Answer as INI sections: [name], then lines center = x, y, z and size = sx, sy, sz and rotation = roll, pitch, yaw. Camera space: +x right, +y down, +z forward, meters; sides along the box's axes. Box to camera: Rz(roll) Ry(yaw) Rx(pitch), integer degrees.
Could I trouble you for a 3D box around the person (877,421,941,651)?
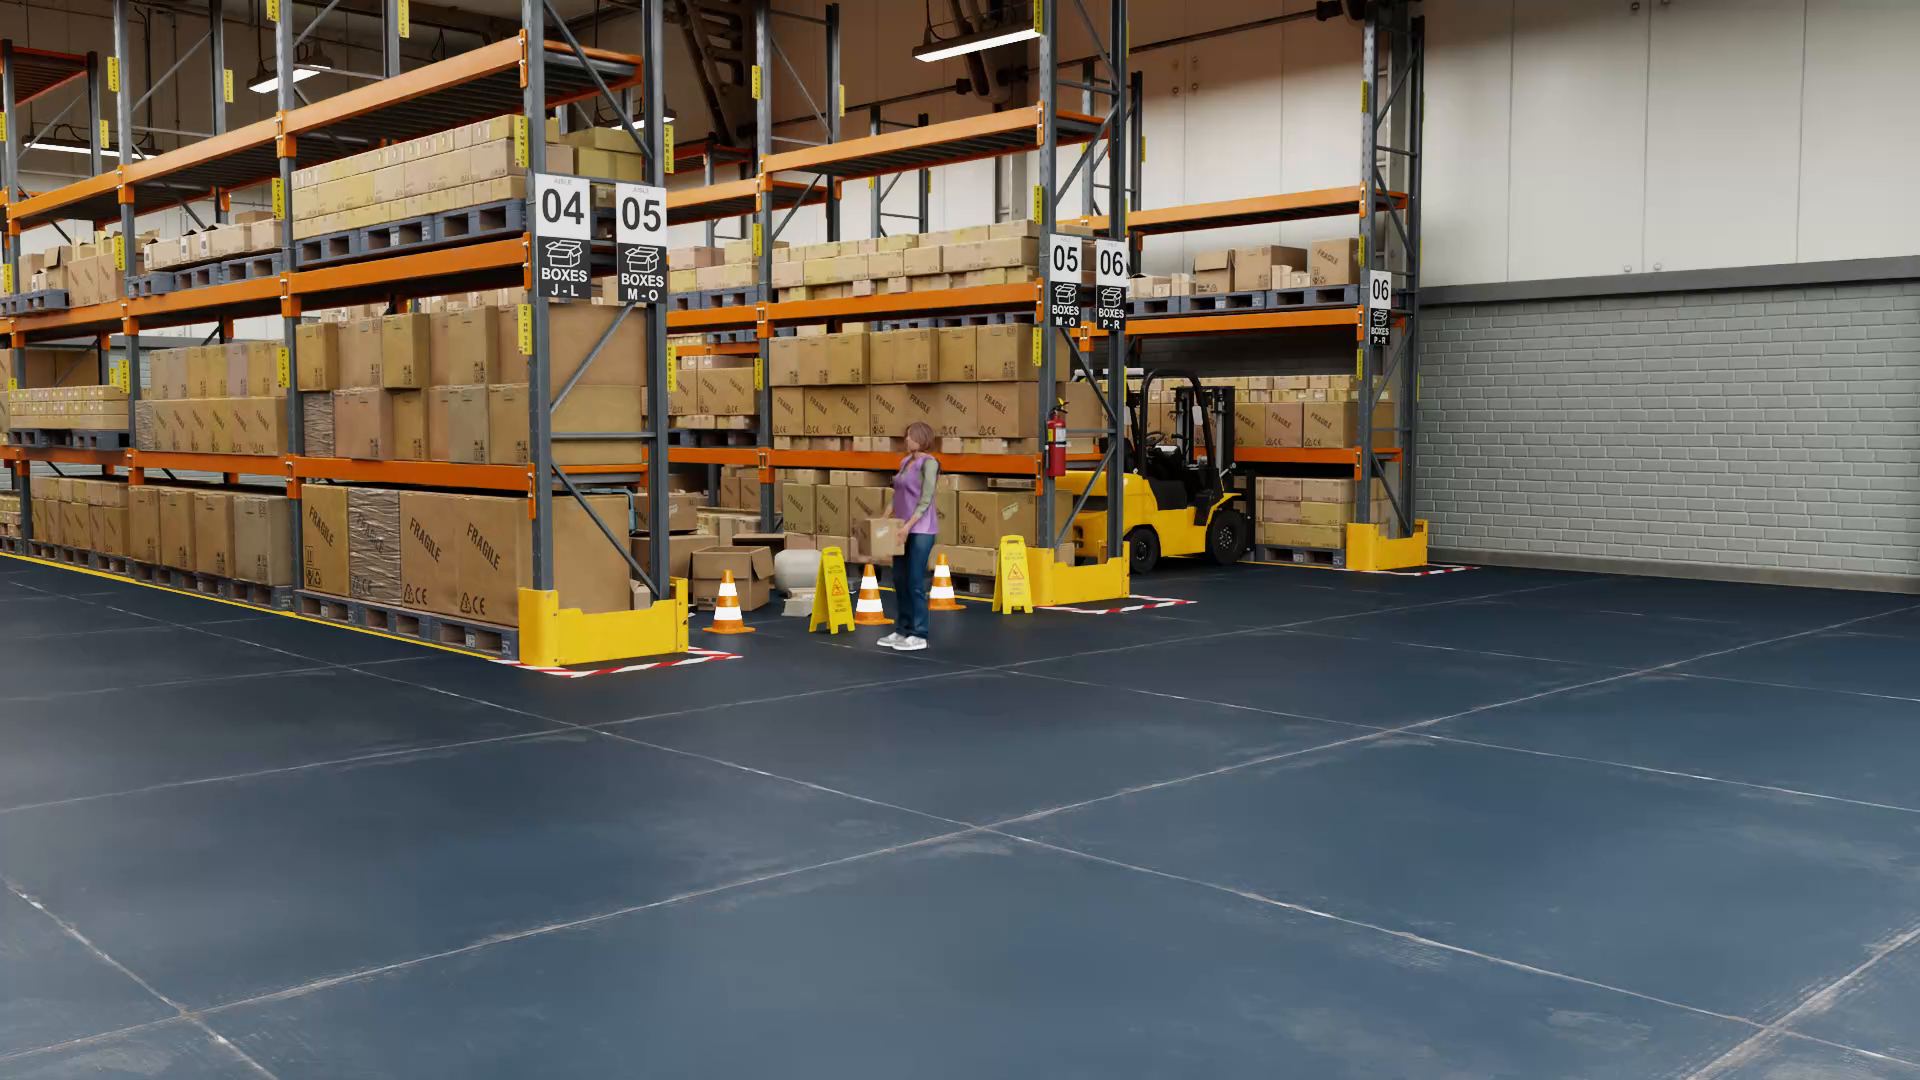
[person]
center = -0.364, -0.020, 11.664
size = 0.416, 1.579, 0.455
rotation = -2, 5, -31
